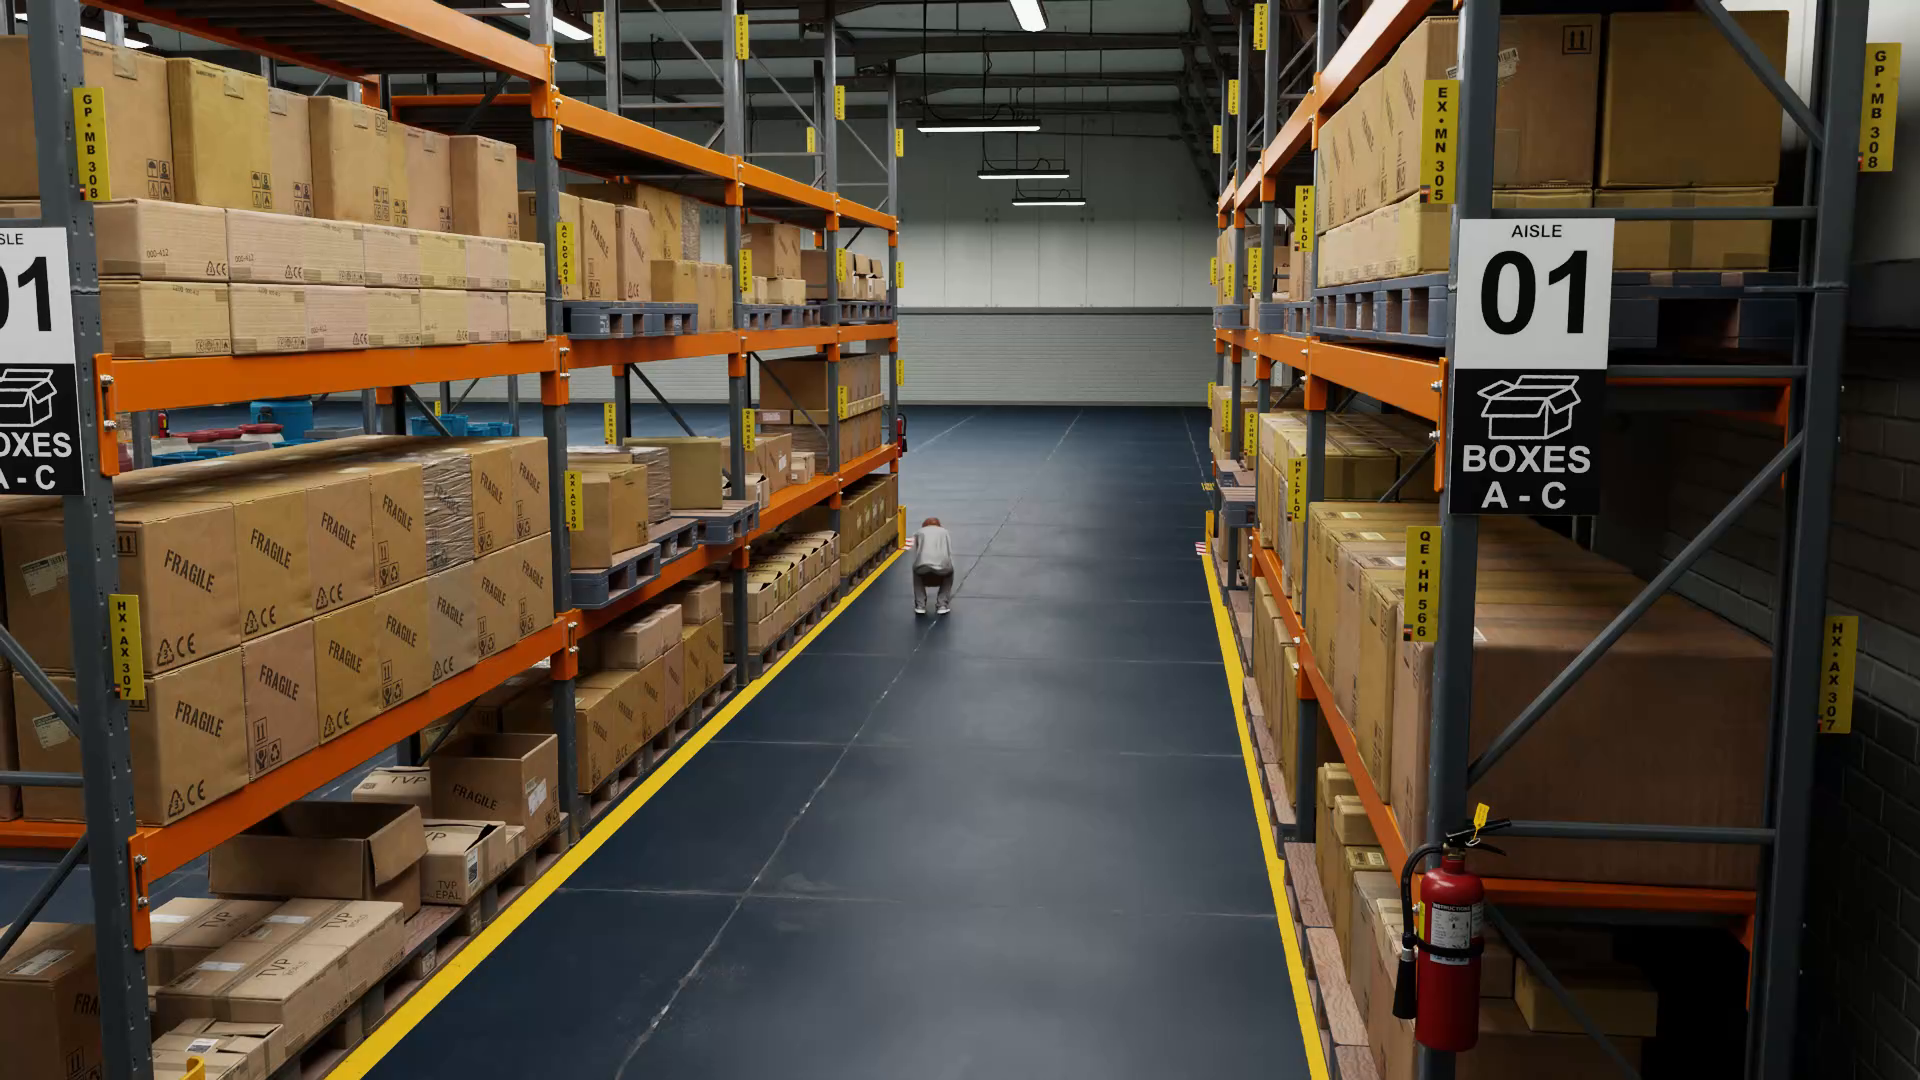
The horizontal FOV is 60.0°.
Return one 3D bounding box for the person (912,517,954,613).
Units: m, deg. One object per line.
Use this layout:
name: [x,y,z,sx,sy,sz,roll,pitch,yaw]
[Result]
person: [-0.269,0.262,16.543,0.423,0.893,0.846,1,8,4]
